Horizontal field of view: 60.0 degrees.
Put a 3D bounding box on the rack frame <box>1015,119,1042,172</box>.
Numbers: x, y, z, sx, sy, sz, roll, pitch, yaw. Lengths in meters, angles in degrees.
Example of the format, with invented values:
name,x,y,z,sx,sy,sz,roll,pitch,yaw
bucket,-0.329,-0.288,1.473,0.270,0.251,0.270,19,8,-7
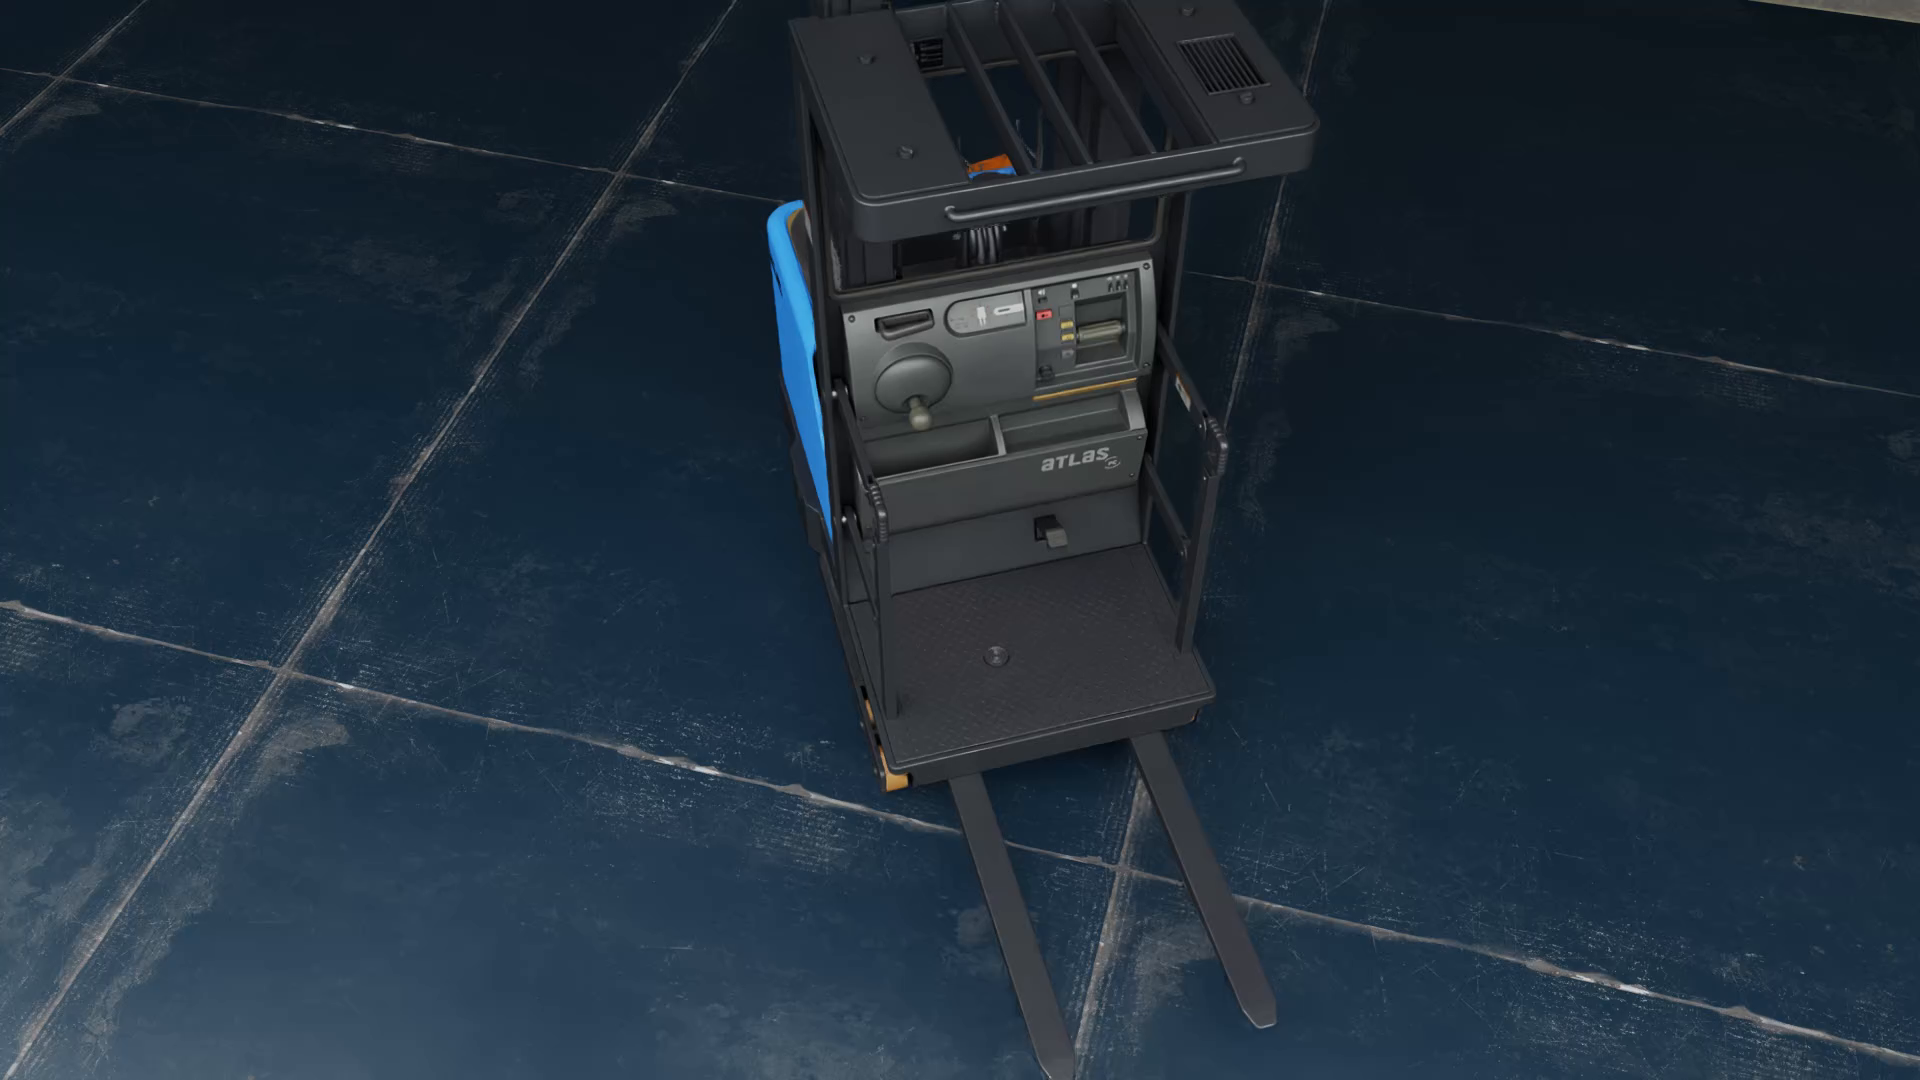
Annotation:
name,x,y,z,sx,sy,sz,roll,pitch,yaw
rack frame,0.255,-1.167,6.580,0.008,1.050,0.200,-20,51,-17

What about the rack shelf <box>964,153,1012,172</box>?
name,x,y,z,sx,sy,sz,roll,pitch,yaw
rack shelf,0.145,-1.309,6.341,0.240,0.259,0.215,-20,51,-17

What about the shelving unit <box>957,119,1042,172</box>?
name,x,y,z,sx,sy,sz,roll,pitch,yaw
shelving unit,0.145,-1.128,6.545,0.252,1.050,0.215,-20,51,-17

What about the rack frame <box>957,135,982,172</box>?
name,x,y,z,sx,sy,sz,roll,pitch,yaw
rack frame,0.034,-1.089,6.511,0.008,1.050,0.200,-20,51,-17

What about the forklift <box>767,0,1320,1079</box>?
name,x,y,z,sx,sy,sz,roll,pitch,yaw
forklift,0.183,-0.473,4.712,1.130,2.935,3.031,-12,50,-10
